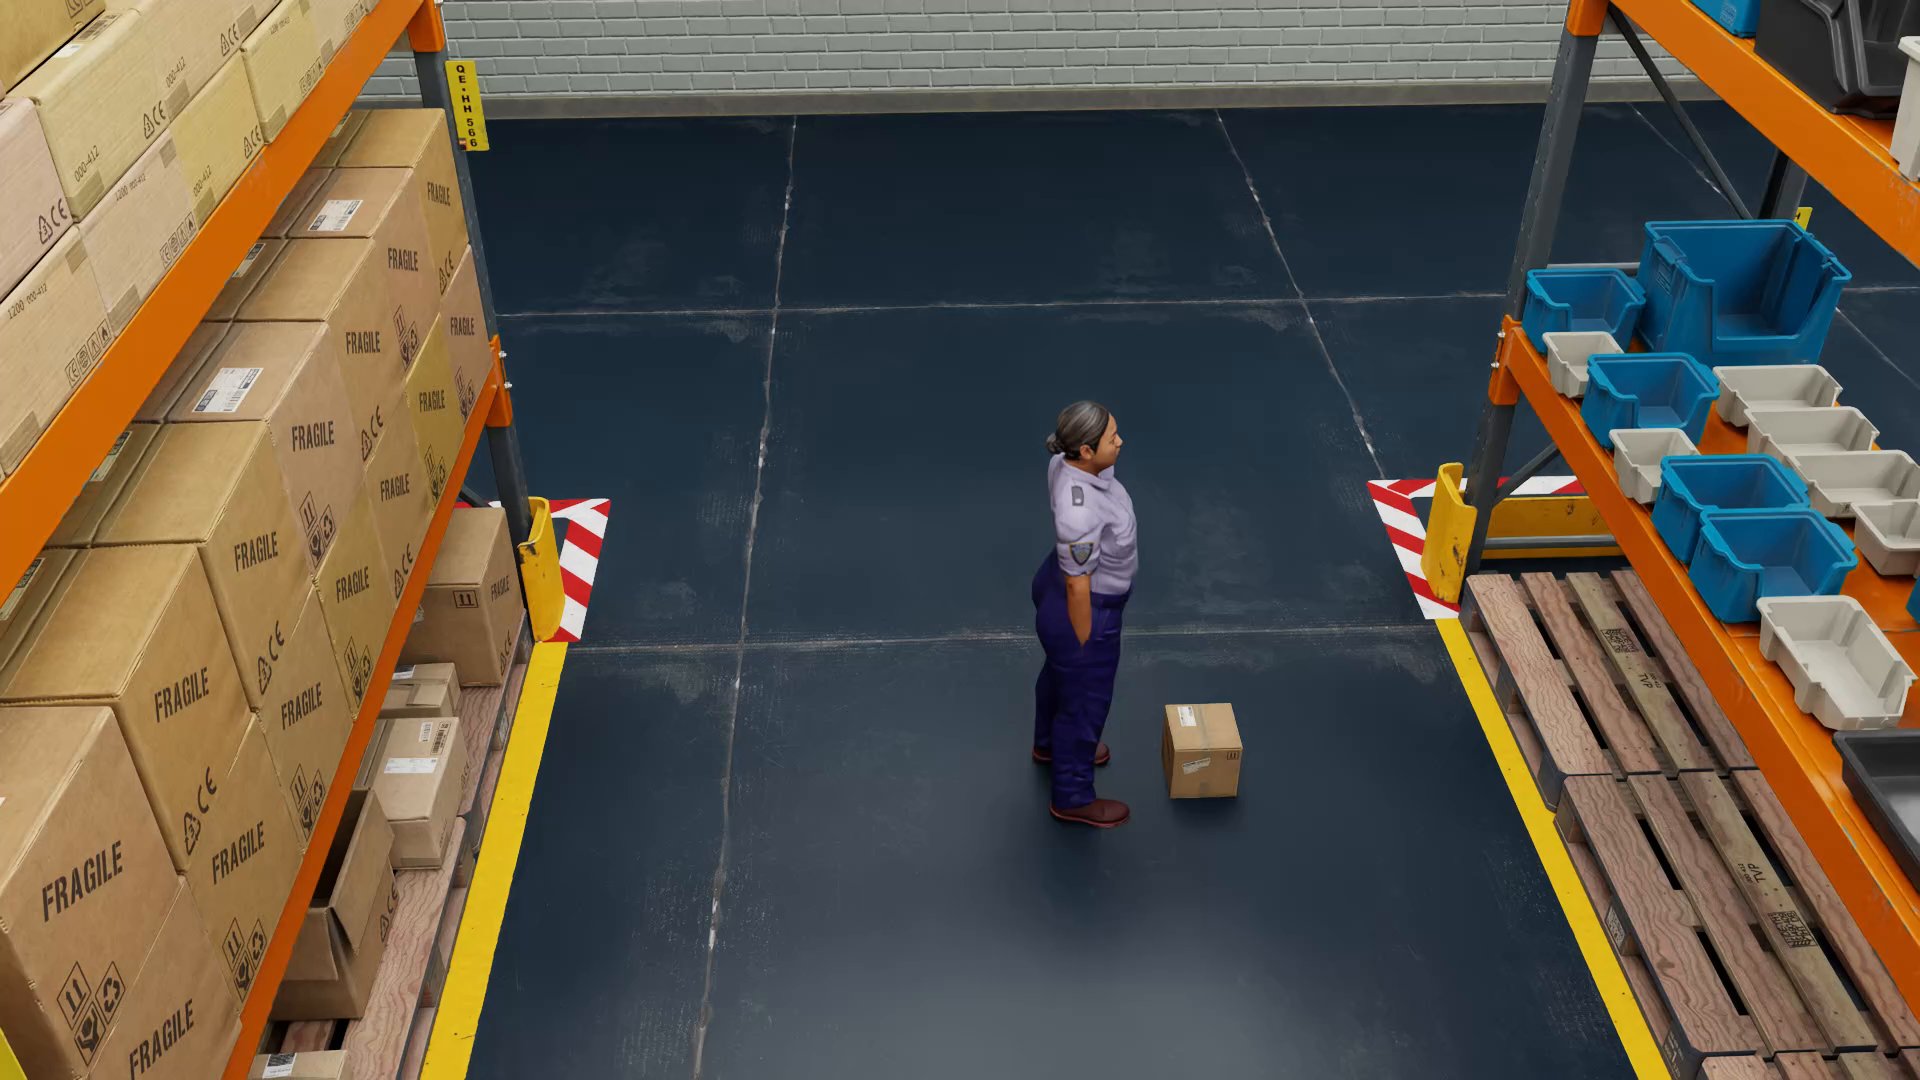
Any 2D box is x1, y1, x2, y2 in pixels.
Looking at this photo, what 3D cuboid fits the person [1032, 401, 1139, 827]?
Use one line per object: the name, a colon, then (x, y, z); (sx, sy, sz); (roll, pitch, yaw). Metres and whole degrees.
person: (0.440, 0.244, 5.819); (0.367, 1.663, 0.493); (-1, 35, -2)
